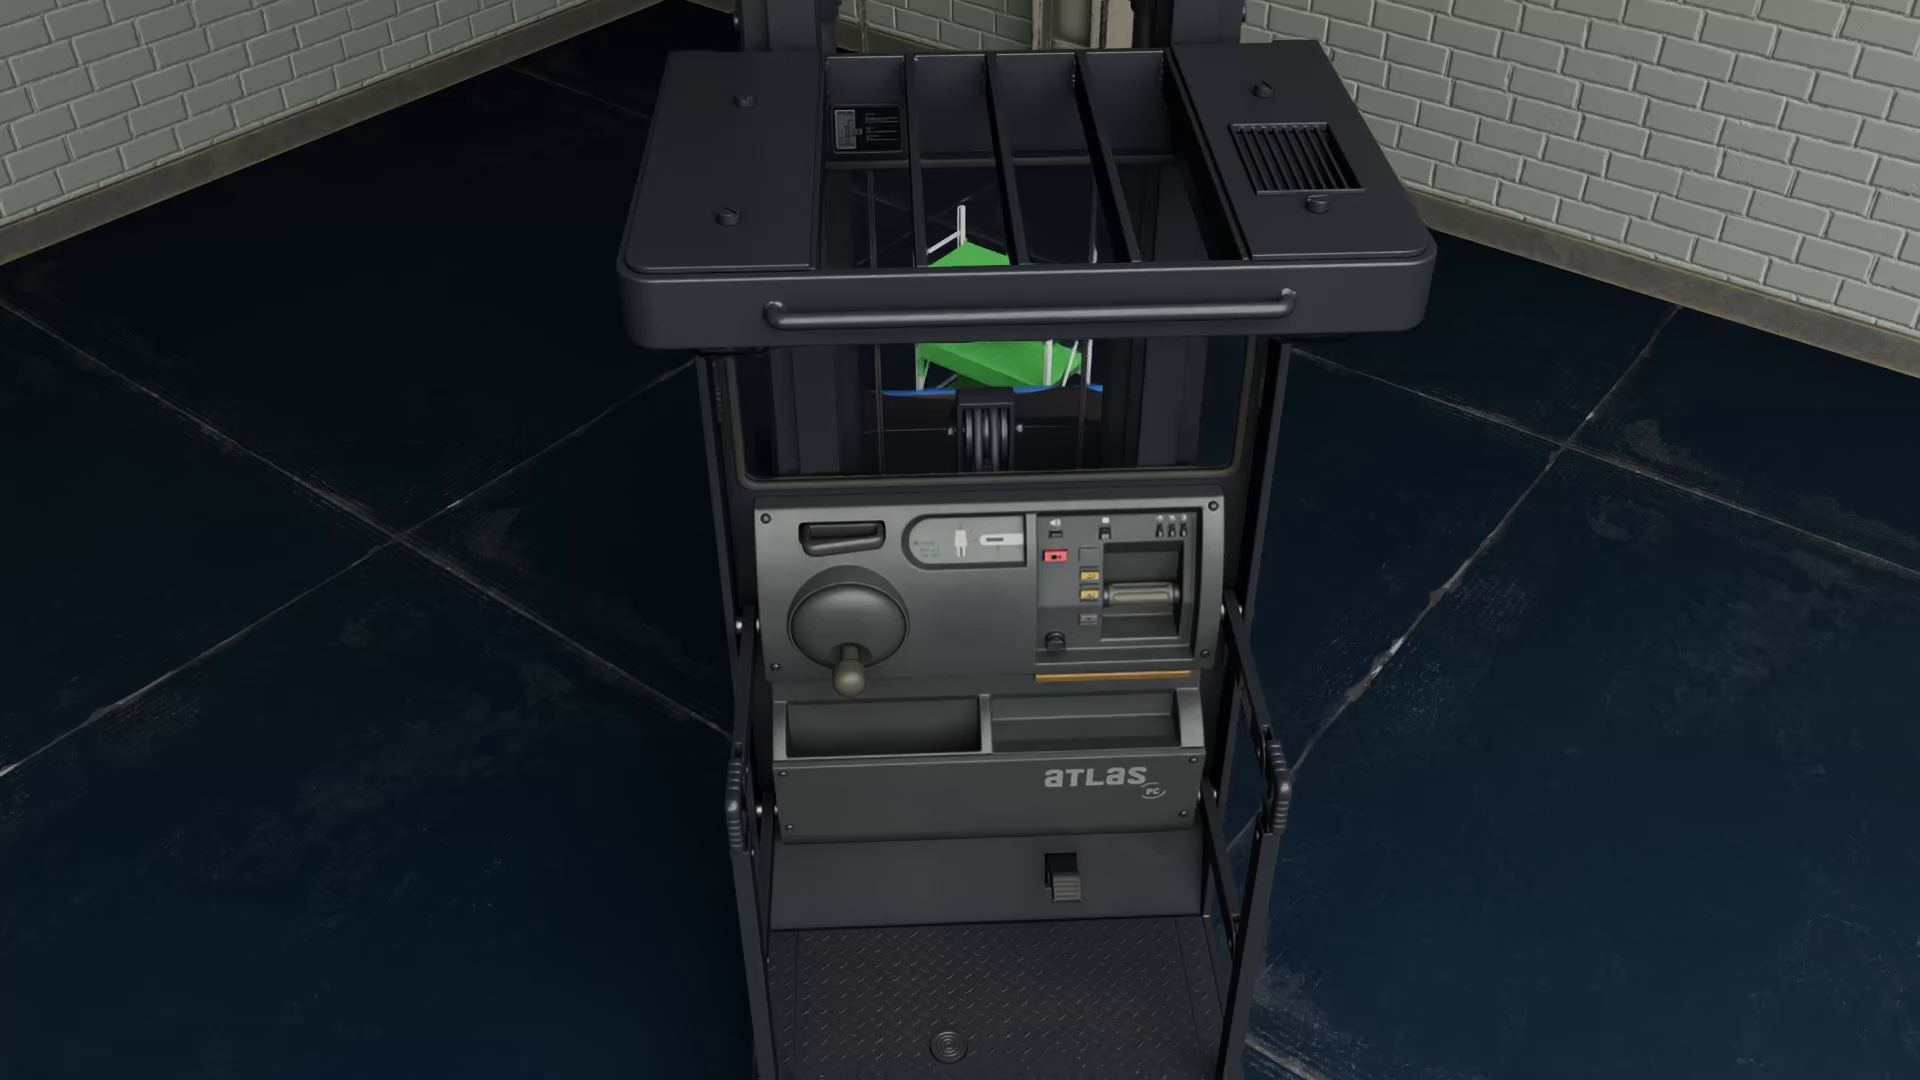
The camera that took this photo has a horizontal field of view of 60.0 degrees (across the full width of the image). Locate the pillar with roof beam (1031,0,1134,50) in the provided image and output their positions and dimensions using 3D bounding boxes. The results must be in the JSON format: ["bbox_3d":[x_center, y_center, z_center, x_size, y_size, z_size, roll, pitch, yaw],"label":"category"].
[{"bbox_3d":[-2.023,-3.489,2.907,0.400,9.000,9.100,25,45,29],"label":"pillar with roof beam"}]

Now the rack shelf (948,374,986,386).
[{"bbox_3d":[0.131,-0.360,5.340,0.480,0.148,0.258,25,45,29],"label":"rack shelf"}]

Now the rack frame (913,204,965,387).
[{"bbox_3d":[-0.062,-0.502,5.418,0.015,1.200,0.240,25,45,29],"label":"rack frame"}]

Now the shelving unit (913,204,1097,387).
[{"bbox_3d":[0.131,-0.410,5.301,0.503,1.200,0.258,25,45,29],"label":"shelving unit"}]

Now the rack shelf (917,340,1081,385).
[{"bbox_3d":[0.131,-0.549,5.192,0.480,0.148,0.258,25,45,29],"label":"rack shelf"}]

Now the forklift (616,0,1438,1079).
[{"bbox_3d":[0.074,0.174,3.150,1.130,2.935,3.031,-2,38,-2],"label":"forklift"}]

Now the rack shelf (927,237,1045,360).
[{"bbox_3d":[0.131,-0.738,5.044,0.480,0.148,0.258,25,45,29],"label":"rack shelf"}]

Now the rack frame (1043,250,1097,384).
[{"bbox_3d":[0.325,-0.319,5.184,0.015,1.200,0.240,25,45,29],"label":"rack frame"}]
